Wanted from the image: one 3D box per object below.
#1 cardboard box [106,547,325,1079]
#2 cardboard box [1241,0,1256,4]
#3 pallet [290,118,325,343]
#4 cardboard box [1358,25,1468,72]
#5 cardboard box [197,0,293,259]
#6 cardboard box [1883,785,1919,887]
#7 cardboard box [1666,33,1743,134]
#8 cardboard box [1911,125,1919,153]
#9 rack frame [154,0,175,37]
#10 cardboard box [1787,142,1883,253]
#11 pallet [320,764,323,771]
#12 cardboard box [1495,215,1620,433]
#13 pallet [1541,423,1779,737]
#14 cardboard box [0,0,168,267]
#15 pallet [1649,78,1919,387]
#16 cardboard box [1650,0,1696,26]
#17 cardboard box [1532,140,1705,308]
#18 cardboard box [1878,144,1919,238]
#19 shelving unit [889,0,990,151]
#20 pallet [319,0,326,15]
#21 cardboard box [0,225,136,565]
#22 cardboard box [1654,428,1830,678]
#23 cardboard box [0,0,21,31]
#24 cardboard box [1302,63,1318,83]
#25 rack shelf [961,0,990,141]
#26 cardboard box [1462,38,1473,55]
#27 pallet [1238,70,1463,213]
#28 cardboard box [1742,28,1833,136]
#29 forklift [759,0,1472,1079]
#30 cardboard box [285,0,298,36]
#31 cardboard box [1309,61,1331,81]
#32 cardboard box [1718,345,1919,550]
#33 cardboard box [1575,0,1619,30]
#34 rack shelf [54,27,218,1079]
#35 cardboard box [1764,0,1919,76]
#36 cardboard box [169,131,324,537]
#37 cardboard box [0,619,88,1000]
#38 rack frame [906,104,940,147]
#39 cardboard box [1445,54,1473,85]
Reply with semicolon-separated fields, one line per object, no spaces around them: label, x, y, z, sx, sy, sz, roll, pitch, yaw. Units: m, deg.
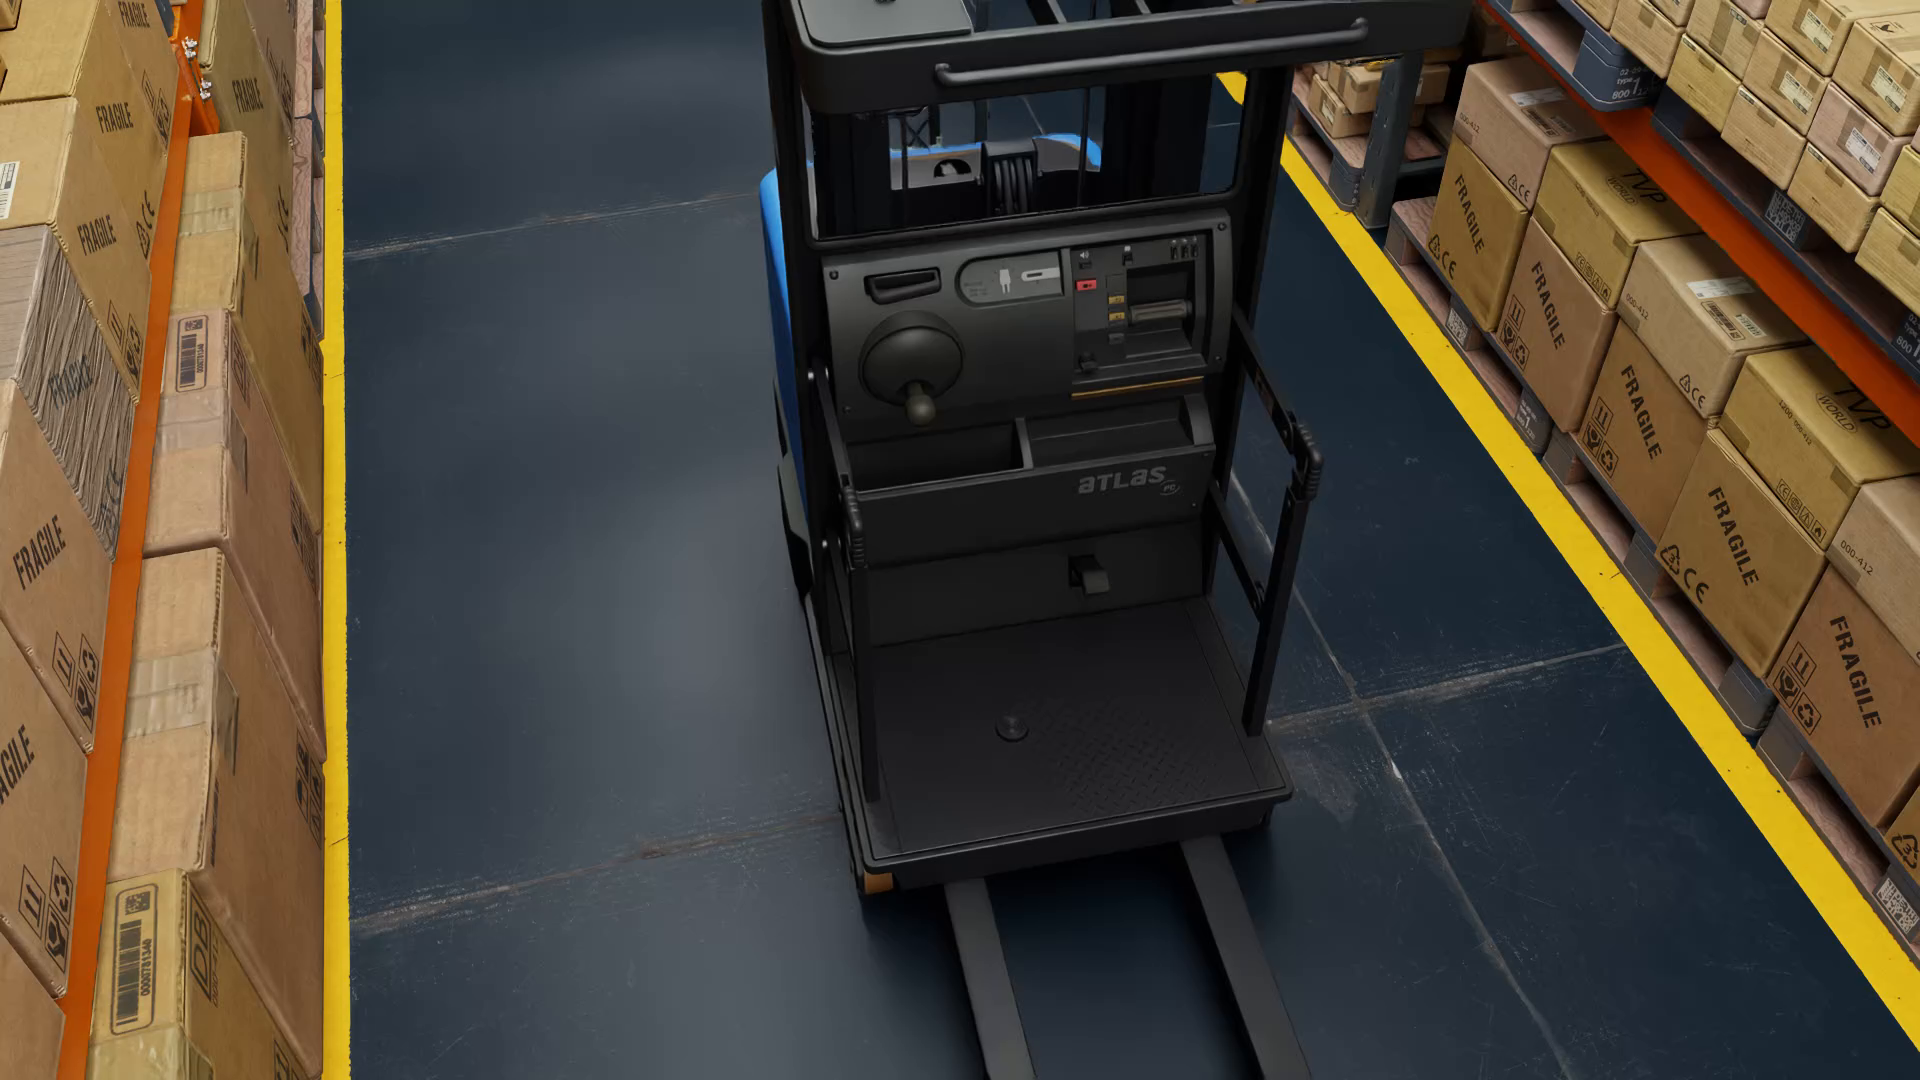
cardboard box;-2.139;0.725;3.633;1.225;0.875;0.875;-11;47;-10
cardboard box;1.340;-2.446;7.249;0.380;0.149;0.250;-11;47;-10
pallet;-2.905;-1.100;6.180;1.003;0.211;1.213;-11;47;-10
cardboard box;1.692;-1.929;6.326;0.380;0.149;0.250;-9;46;-9
cardboard box;-2.878;-1.410;5.725;0.875;0.875;0.875;-11;47;-10
cardboard box;2.637;0.709;3.911;0.500;0.500;0.500;-11;47;-11
cardboard box;2.030;-1.176;4.184;0.380;0.149;0.250;-11;47;-11
cardboard box;2.233;-0.840;3.438;0.380;0.149;0.250;-11;47;-10
rack frame;-2.786;-1.537;4.656;1.000;3.000;0.127;-11;47;-10
cardboard box;2.165;-0.814;3.830;0.380;0.149;0.250;-9;46;-9
pallet;-2.200;0.802;4.316;1.003;0.211;1.213;-11;47;-10
cardboard box;2.104;-0.722;5.314;0.500;0.500;0.500;-9;46;-9
pallet;2.551;-0.017;5.118;1.003;0.211;1.213;-11;47;-10
cardboard box;-2.282;-0.956;4.016;0.500;0.500;0.500;-9;46;-9
pallet;2.512;-0.904;4.170;1.003;0.211;1.213;-11;47;-10
cardboard box;1.964;-1.459;4.253;0.380;0.149;0.250;-9;46;-9
cardboard box;2.107;-0.983;5.044;0.500;0.250;0.500;-10;46;-9
cardboard box;2.227;-0.743;3.552;0.380;0.149;0.250;-11;47;-11
shelving unit;-0.194;-1.230;5.405;0.431;1.500;0.755;-9;46;-8
pallet;-3.530;-2.784;7.831;1.003;0.211;1.213;-11;47;-10
cardboard box;-2.018;-0.249;3.324;0.500;0.500;0.500;-11;47;-10
cardboard box;2.357;-0.012;4.618;0.500;0.500;0.500;-13;47;-12
cardboard box;-2.615;-1.483;3.831;0.797;0.503;0.637;-12;47;-11
cardboard box;1.619;-1.926;6.739;0.380;0.149;0.250;-10;46;-9
rack shelf;-0.194;-1.503;5.127;0.431;0.370;0.720;-9;46;-8
cardboard box;2.100;-2.094;6.696;0.380;0.149;0.250;-10;46;-10
pallet;1.828;-1.855;6.920;1.003;0.211;1.213;-11;47;-10
cardboard box;2.093;-1.101;3.903;0.380;0.149;0.250;-12;47;-11
forklift;0.208;-0.402;3.592;1.130;2.935;3.031;-9;46;-8
cardboard box;-3.336;-2.646;6.937;0.875;0.875;0.875;-11;47;-10
cardboard box;1.565;-1.971;6.575;0.380;0.149;0.250;-13;47;-12
cardboard box;2.375;-0.271;4.347;0.500;0.250;0.500;-10;46;-9
cardboard box;1.891;-1.539;4.540;0.380;0.149;0.250;-10;46;-10
rack shelf;-2.274;0.096;3.559;1.077;0.370;4.000;-11;47;-10
cardboard box;2.095;-1.207;3.798;0.380;0.149;0.250;-9;46;-9
cardboard box;-2.603;-0.502;4.835;1.225;0.875;0.875;-11;47;-10
cardboard box;-1.758;0.449;2.640;0.500;0.500;0.500;-12;47;-11
rack frame;-0.269;-1.486;5.656;0.400;1.500;0.023;-9;46;-8
cardboard box;2.184;-2.017;6.828;0.380;0.149;0.250;-9;46;-9
